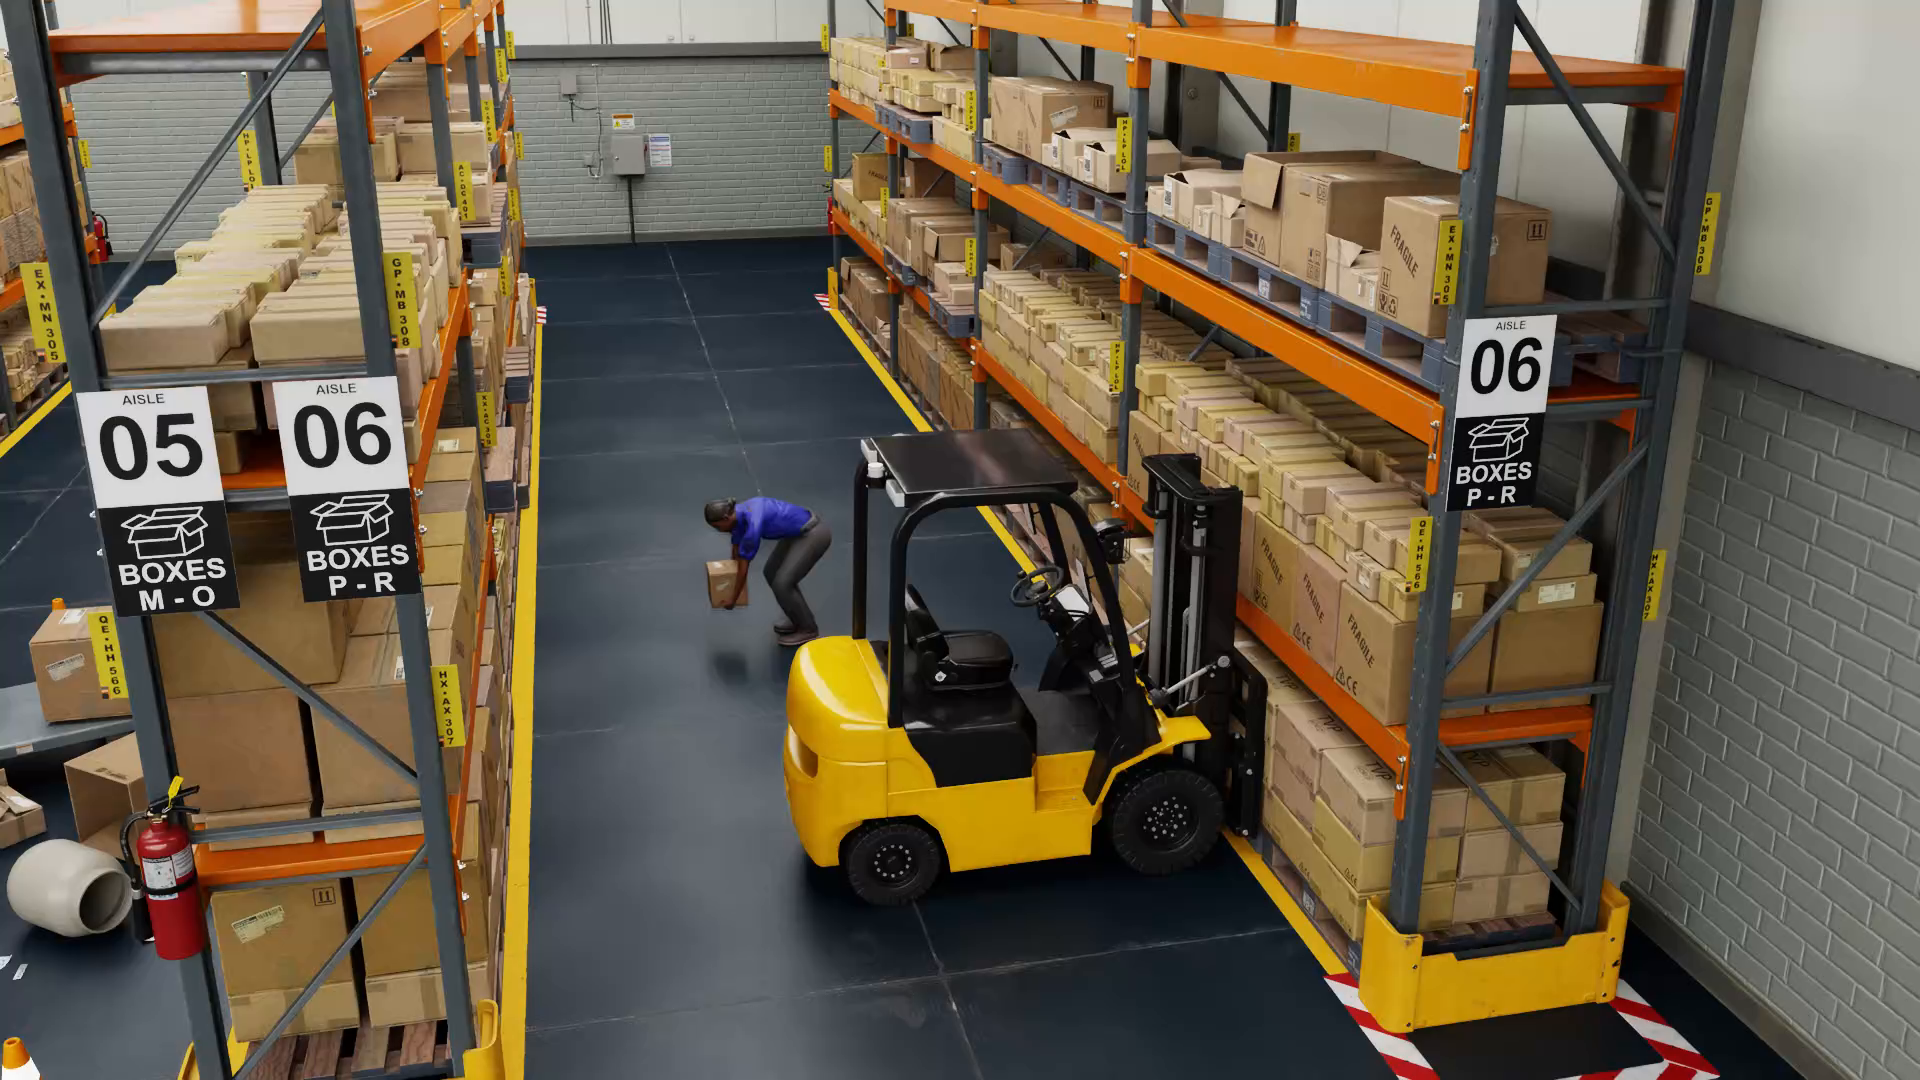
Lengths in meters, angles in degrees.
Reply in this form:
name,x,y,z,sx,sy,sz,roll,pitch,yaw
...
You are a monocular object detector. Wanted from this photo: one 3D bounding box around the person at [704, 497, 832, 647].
name,x,y,z,sx,sy,sz,roll,pitch,yaw
person,-1.308,0.189,11.433,0.856,1.067,0.456,-6,20,-15
